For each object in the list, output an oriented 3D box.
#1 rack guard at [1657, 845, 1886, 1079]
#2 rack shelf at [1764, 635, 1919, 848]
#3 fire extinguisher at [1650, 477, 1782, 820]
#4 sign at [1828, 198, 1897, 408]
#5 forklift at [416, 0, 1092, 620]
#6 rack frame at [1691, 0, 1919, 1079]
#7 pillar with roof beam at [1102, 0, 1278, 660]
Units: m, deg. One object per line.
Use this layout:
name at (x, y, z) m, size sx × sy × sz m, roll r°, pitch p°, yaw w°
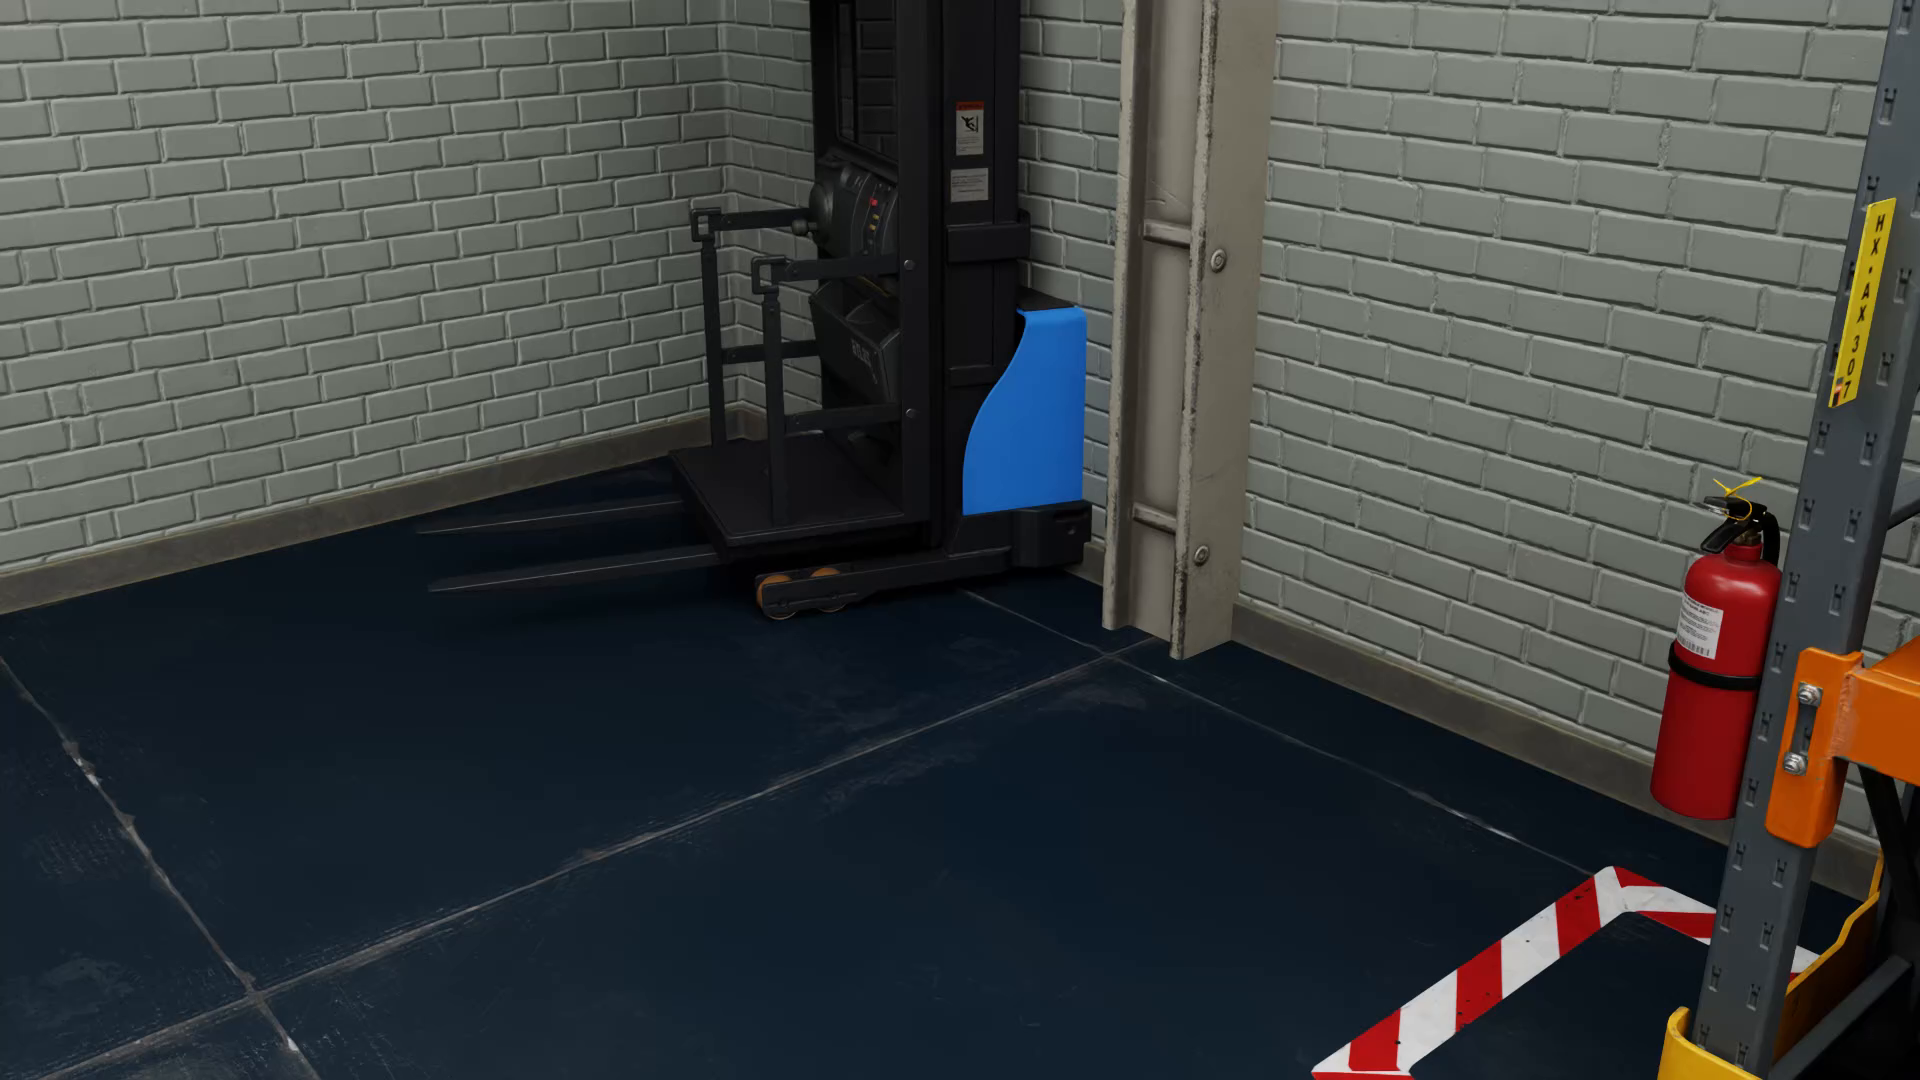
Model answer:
rack guard at (1.894, 1.084, 3.530) m, size 1.175 × 0.500 × 0.348 m, roll -17°, pitch 27°, yaw -37°
rack shelf at (3.150, 0.787, 1.848) m, size 1.077 × 0.370 × 4.000 m, roll -17°, pitch 27°, yaw -37°
fire extinguisher at (1.398, 0.178, 3.033) m, size 0.296 × 0.674 × 0.183 m, roll -17°, pitch 27°, yaw -37°
sign at (1.434, -0.375, 2.640) m, size 0.100 × 0.325 × 0.005 m, roll -17°, pitch 27°, yaw -37°
forklift at (-0.590, -1.284, 6.243) m, size 3.031 × 2.935 × 1.130 m, roll -8°, pitch 23°, yaw -19°
rack frame at (1.845, -0.101, 3.128) m, size 1.000 × 3.000 × 0.127 m, roll -17°, pitch 27°, yaw -37°
pillar with roof beam at (-2.494, -2.829, 1.867) m, size 9.100 × 9.000 × 0.400 m, roll -17°, pitch 27°, yaw -37°
